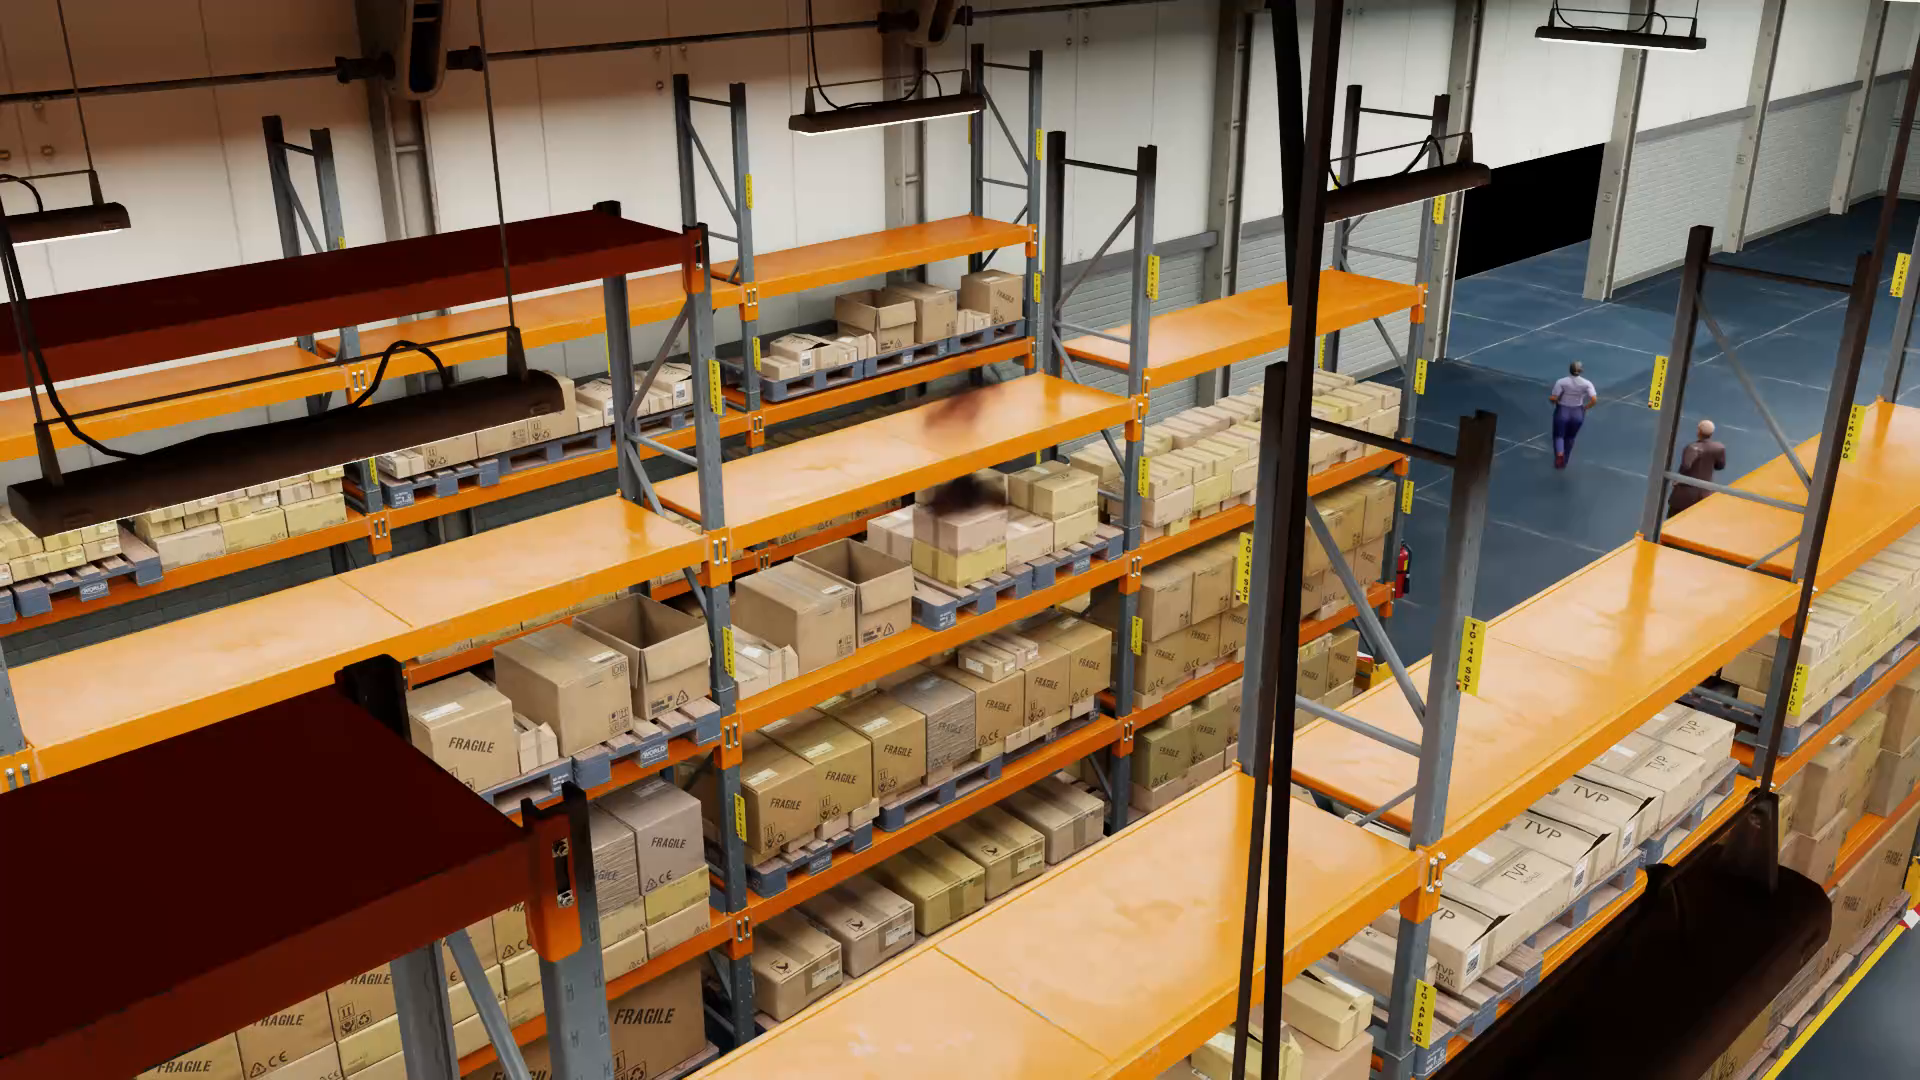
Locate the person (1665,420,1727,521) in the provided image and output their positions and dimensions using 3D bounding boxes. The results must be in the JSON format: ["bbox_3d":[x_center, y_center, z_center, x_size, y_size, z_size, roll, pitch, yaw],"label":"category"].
[{"bbox_3d":[8.761,-0.586,19.861,0.701,1.784,1.033,-2,23,-5],"label":"person"}]

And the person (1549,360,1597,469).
[{"bbox_3d":[8.365,-1.660,22.829,0.607,1.611,0.745,5,23,12],"label":"person"}]
